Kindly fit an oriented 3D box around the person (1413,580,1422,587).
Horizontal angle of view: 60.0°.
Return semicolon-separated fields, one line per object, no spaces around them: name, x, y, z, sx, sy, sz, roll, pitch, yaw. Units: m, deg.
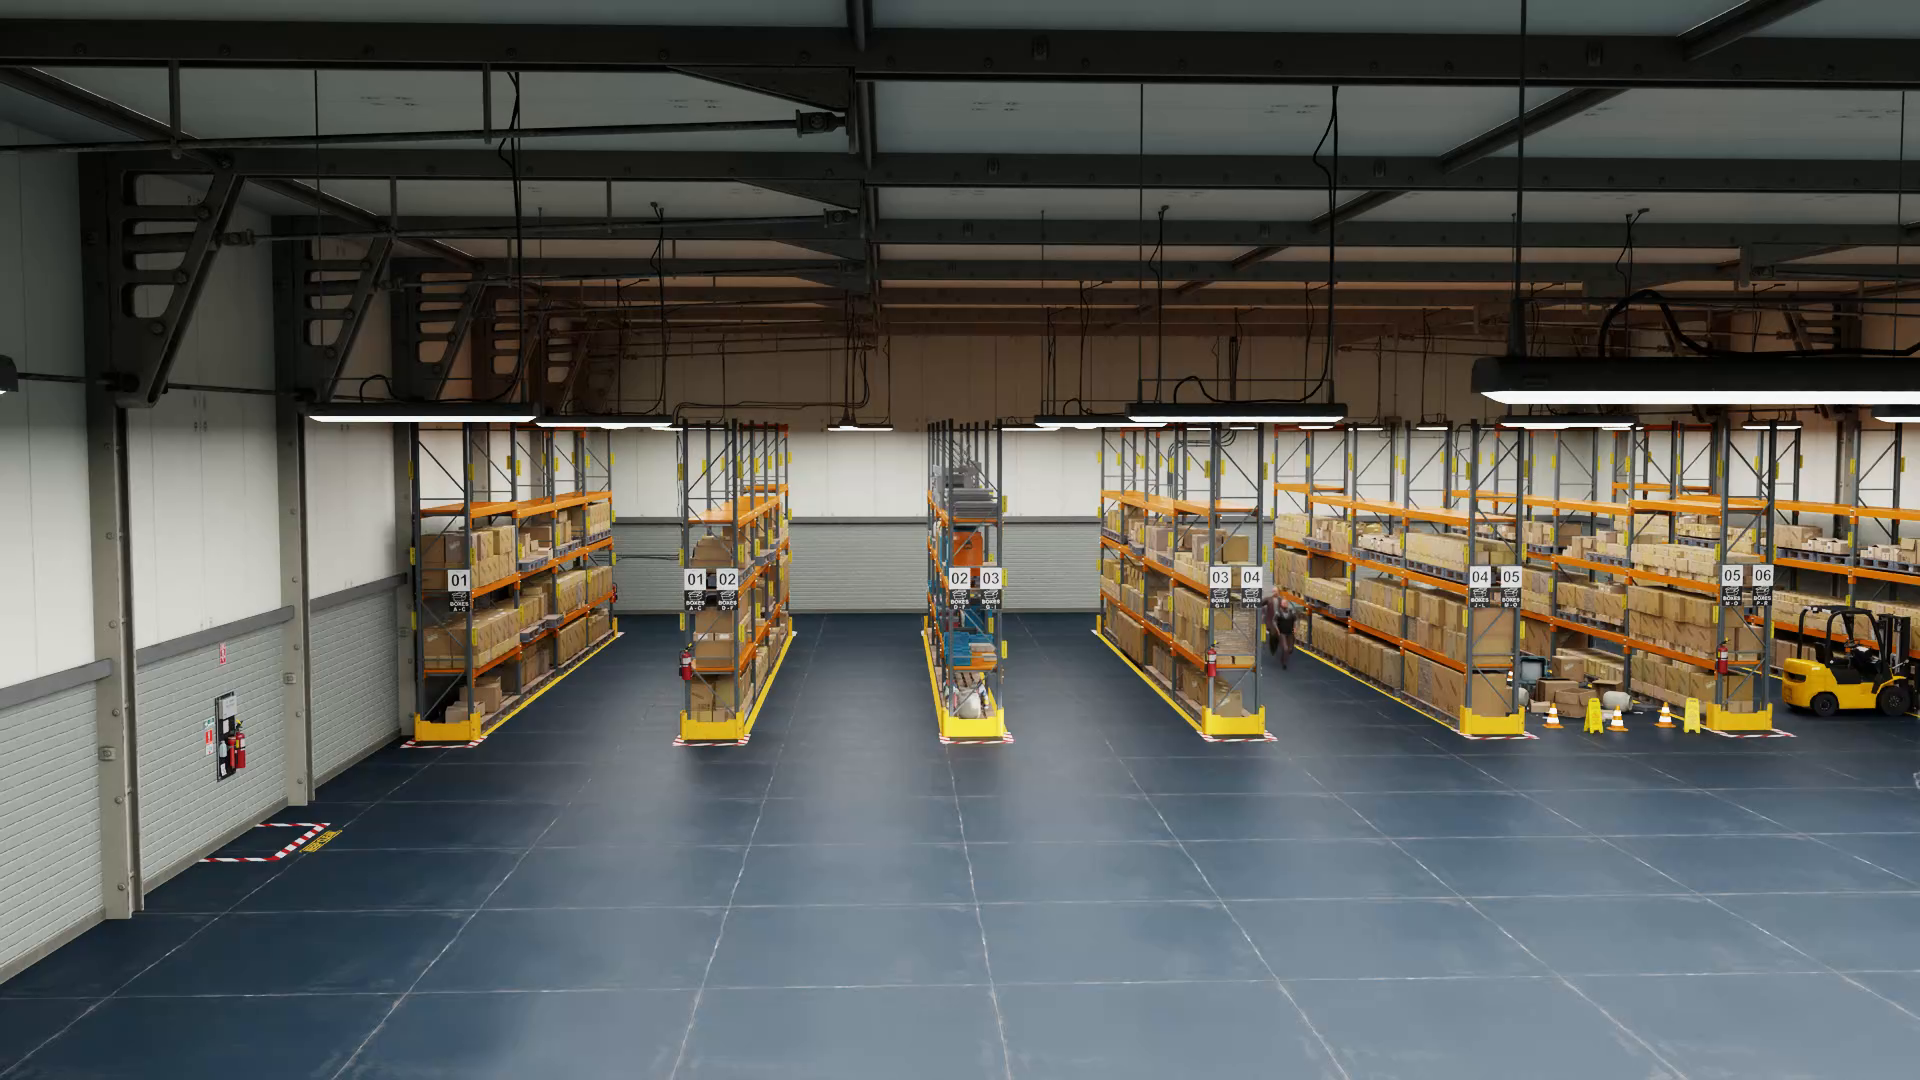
person;13.486;1.768;49.366;0.535;1.596;0.639;0;4;3

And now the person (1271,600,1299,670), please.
person;7.932;2.293;40.559;0.660;1.696;0.578;0;4;1

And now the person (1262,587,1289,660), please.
person;8.025;2.110;42.408;0.680;1.836;0.898;0;4;-3
